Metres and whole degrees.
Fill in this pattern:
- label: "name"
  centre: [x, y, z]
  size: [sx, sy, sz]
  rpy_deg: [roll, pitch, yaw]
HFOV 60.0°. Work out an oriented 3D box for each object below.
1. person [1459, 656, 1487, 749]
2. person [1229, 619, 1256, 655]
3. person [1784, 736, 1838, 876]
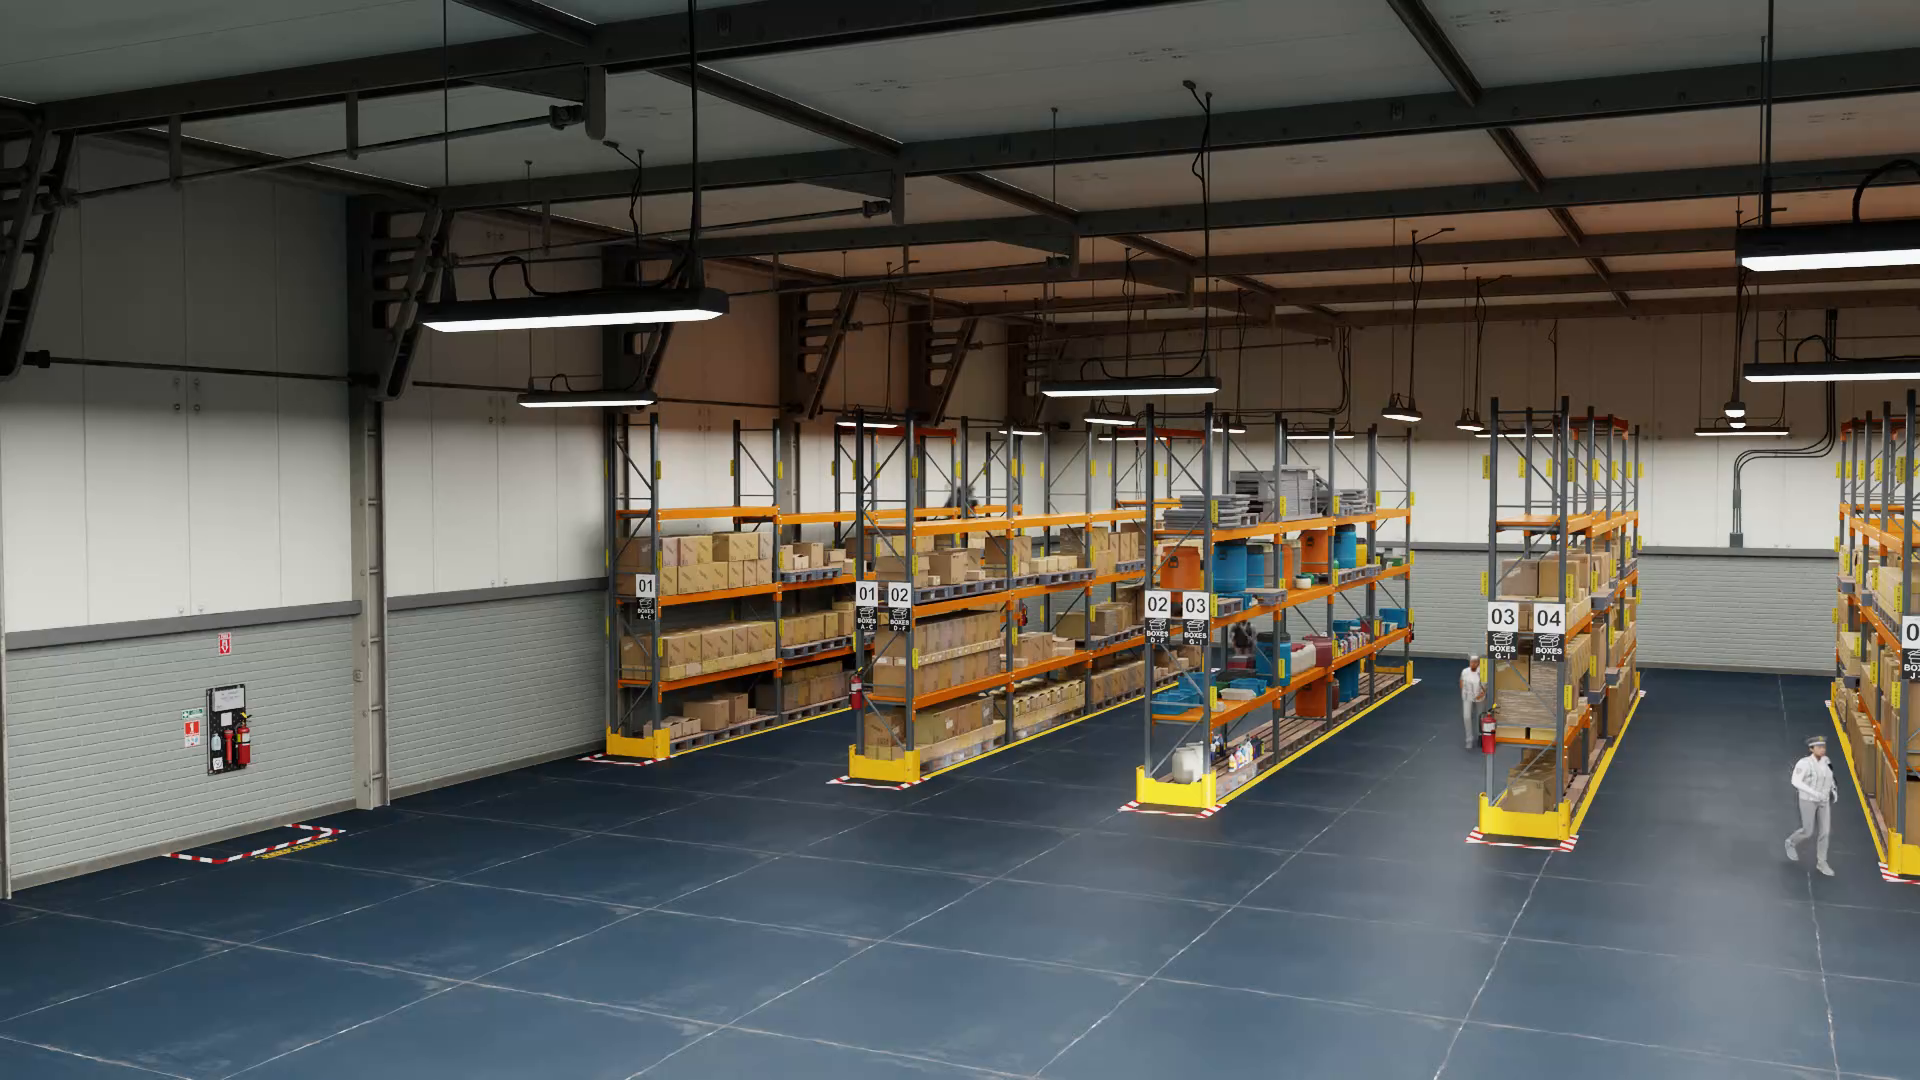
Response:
- label: "person"
  centre: [9.369, 2.932, 30.238]
  size: [0.580, 1.668, 1.031]
  rpy_deg: [1, 3, 20]
- label: "person"
  centre: [6.583, 2.522, 38.765]
  size: [0.636, 1.702, 0.671]
  rpy_deg: [0, 2, 10]
- label: "person"
  centre: [10.709, 3.288, 20.868]
  size: [0.639, 1.711, 0.781]
  rpy_deg: [0, 2, -9]
